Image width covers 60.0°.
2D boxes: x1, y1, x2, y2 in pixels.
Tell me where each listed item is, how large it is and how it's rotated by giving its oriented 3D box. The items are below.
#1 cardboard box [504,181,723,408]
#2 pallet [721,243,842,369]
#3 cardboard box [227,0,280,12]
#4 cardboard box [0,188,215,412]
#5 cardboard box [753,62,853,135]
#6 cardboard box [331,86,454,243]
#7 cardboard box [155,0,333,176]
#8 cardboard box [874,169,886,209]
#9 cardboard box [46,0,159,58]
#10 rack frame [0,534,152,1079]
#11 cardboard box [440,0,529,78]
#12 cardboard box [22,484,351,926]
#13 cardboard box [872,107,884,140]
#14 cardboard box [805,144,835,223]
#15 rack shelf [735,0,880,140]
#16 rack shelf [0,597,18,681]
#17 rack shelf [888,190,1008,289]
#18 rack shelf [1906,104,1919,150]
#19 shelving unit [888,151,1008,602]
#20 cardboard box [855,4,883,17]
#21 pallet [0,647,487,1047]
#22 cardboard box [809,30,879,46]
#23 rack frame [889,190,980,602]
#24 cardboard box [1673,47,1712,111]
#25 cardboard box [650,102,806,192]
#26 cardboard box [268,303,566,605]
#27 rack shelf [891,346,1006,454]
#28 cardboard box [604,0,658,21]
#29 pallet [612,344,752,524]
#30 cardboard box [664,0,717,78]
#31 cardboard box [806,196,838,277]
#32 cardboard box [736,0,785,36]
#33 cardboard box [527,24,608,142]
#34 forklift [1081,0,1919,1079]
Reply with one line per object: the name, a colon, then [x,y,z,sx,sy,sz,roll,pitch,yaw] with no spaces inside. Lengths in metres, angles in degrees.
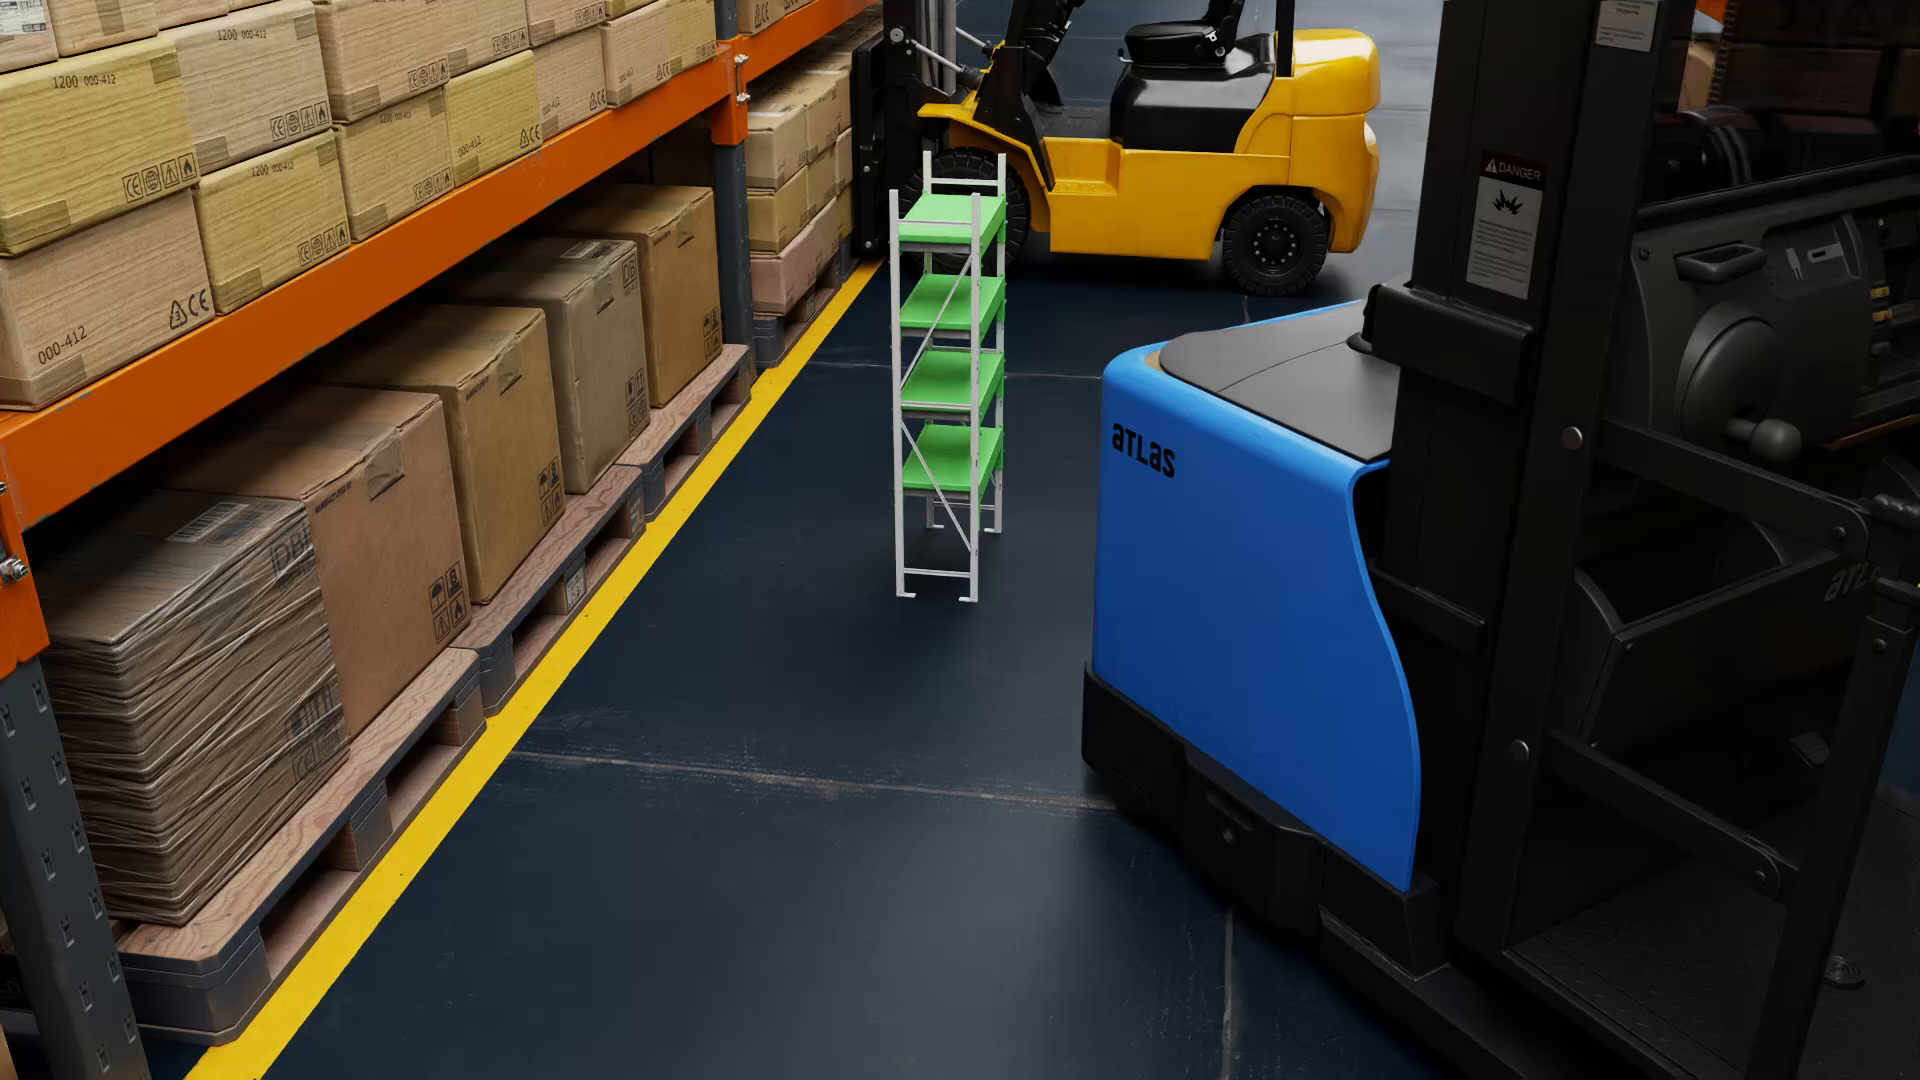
cardboard box: [-1.383,-0.900,5.941,0.875,0.625,0.625,5,26,11]
pallet: [-1.138,-1.072,7.290,1.003,0.211,1.213,4,25,9]
cardboard box: [-1.531,-1.115,3.211,0.380,0.149,0.250,4,25,9]
cardboard box: [-1.649,-0.433,2.813,0.500,0.250,0.500,4,25,9]
cardboard box: [-0.757,-2.005,7.564,0.500,0.250,0.500,5,26,10]
cardboard box: [-1.485,-0.858,3.723,0.500,0.250,0.500,3,25,7]
cardboard box: [-1.566,-0.868,3.154,0.500,0.250,0.500,5,26,10]
cardboard box: [-0.664,-1.769,8.240,0.500,0.250,0.500,5,26,10]
cardboard box: [-1.578,-0.895,2.742,0.380,0.149,0.250,5,25,10]
rack frame: [-1.959,-0.332,2.420,0.949,2.616,0.053,4,25,9]
cardboard box: [-1.404,-1.301,4.079,0.500,0.250,0.500,4,25,9]
cardboard box: [-1.847,0.294,3.390,0.875,0.625,0.625,5,26,10]
cardboard box: [-0.668,-1.988,8.118,0.500,0.250,0.500,4,25,8]
cardboard box: [-0.845,-1.568,7.219,0.500,0.250,0.500,4,25,8]
rack shelf: [-0.982,-2.515,7.934,1.077,0.370,4.000,4,25,9]
rack shelf: [-2.290,0.830,0.786,1.077,0.370,4.000,4,25,9]
rack shelf: [-0.027,-0.851,4.671,0.258,0.148,0.480,4,25,9]
rack shelf: [3.262,-0.500,3.629,1.077,0.370,4.000,4,25,9]
shelving unit: [-0.027,-0.474,4.848,0.258,1.200,0.503,4,25,9]
cardboard box: [-0.423,-2.861,9.393,0.500,0.250,0.500,5,26,10]
pallet: [-1.790,0.590,3.742,1.003,0.211,1.213,4,25,9]
cardboard box: [-0.573,-2.436,8.484,0.500,0.250,0.500,4,25,9]
rack frame: [-0.067,-0.372,4.630,0.240,1.200,0.015,4,25,9]
cardboard box: [3.753,-2.073,8.003,0.500,0.500,0.500,3,25,7]
cardboard box: [-0.920,-1.583,6.662,0.500,0.250,0.500,4,25,8]
cardboard box: [-1.638,-0.262,4.577,0.875,0.625,0.625,3,25,6]
rack shelf: [-0.027,-0.416,4.875,0.258,0.148,0.480,4,25,9]
cardboard box: [-1.214,-1.725,4.983,0.500,0.250,0.500,3,25,7]
pallet: [-1.391,-0.431,5.922,1.003,0.211,1.213,4,25,9]
cardboard box: [-1.133,-1.708,5.537,0.500,0.250,0.500,5,25,10]
cardboard box: [-0.835,-1.342,7.328,0.500,0.250,0.500,3,25,7]
cardboard box: [-0.979,-2.218,6.331,0.500,0.500,0.500,3,25,7]
cardboard box: [-1.321,-1.292,4.648,0.500,0.250,0.500,4,25,9]
forklift: [1.502,-0.339,2.517,1.130,2.935,3.031,-15,29,-29]
